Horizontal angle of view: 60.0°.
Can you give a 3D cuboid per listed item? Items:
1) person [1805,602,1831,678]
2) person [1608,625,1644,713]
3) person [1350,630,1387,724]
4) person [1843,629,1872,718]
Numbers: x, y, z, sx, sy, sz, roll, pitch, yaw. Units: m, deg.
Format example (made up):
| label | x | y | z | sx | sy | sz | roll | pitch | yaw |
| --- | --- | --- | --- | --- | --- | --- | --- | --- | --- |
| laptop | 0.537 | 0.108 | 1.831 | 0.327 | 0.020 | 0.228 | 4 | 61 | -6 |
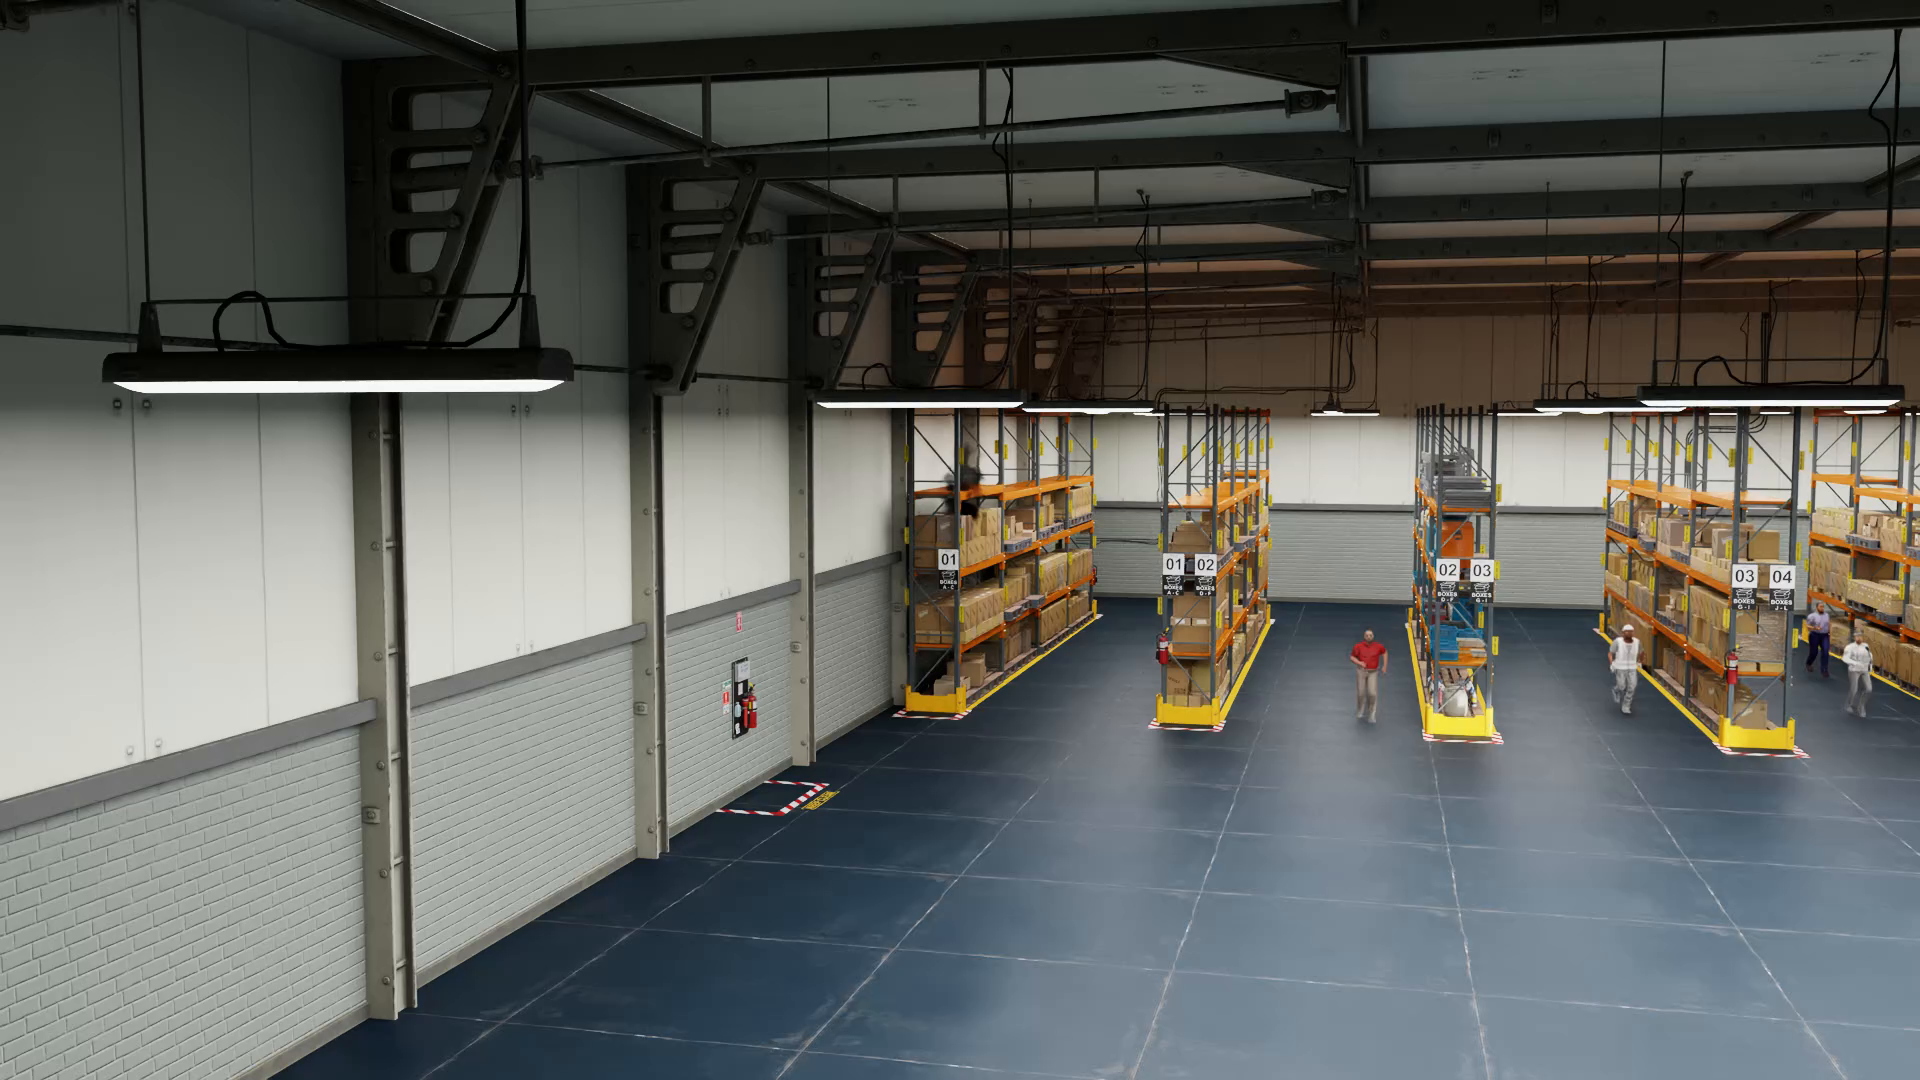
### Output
| label | x | y | z | sx | sy | sz | roll | pitch | yaw |
| --- | --- | --- | --- | --- | --- | --- | --- | --- | --- |
| person | 19.093 | 2.188 | 36.949 | 0.612 | 1.634 | 0.894 | 1 | 4 | 7 |
| person | 13.009 | 2.498 | 32.490 | 0.668 | 1.728 | 0.639 | 1 | 4 | 8 |
| person | 7.729 | 2.595 | 31.461 | 0.684 | 1.812 | 0.758 | 1 | 4 | 13 |
| person | 17.310 | 2.561 | 32.034 | 0.616 | 1.716 | 0.683 | 0 | 4 | 7 |
